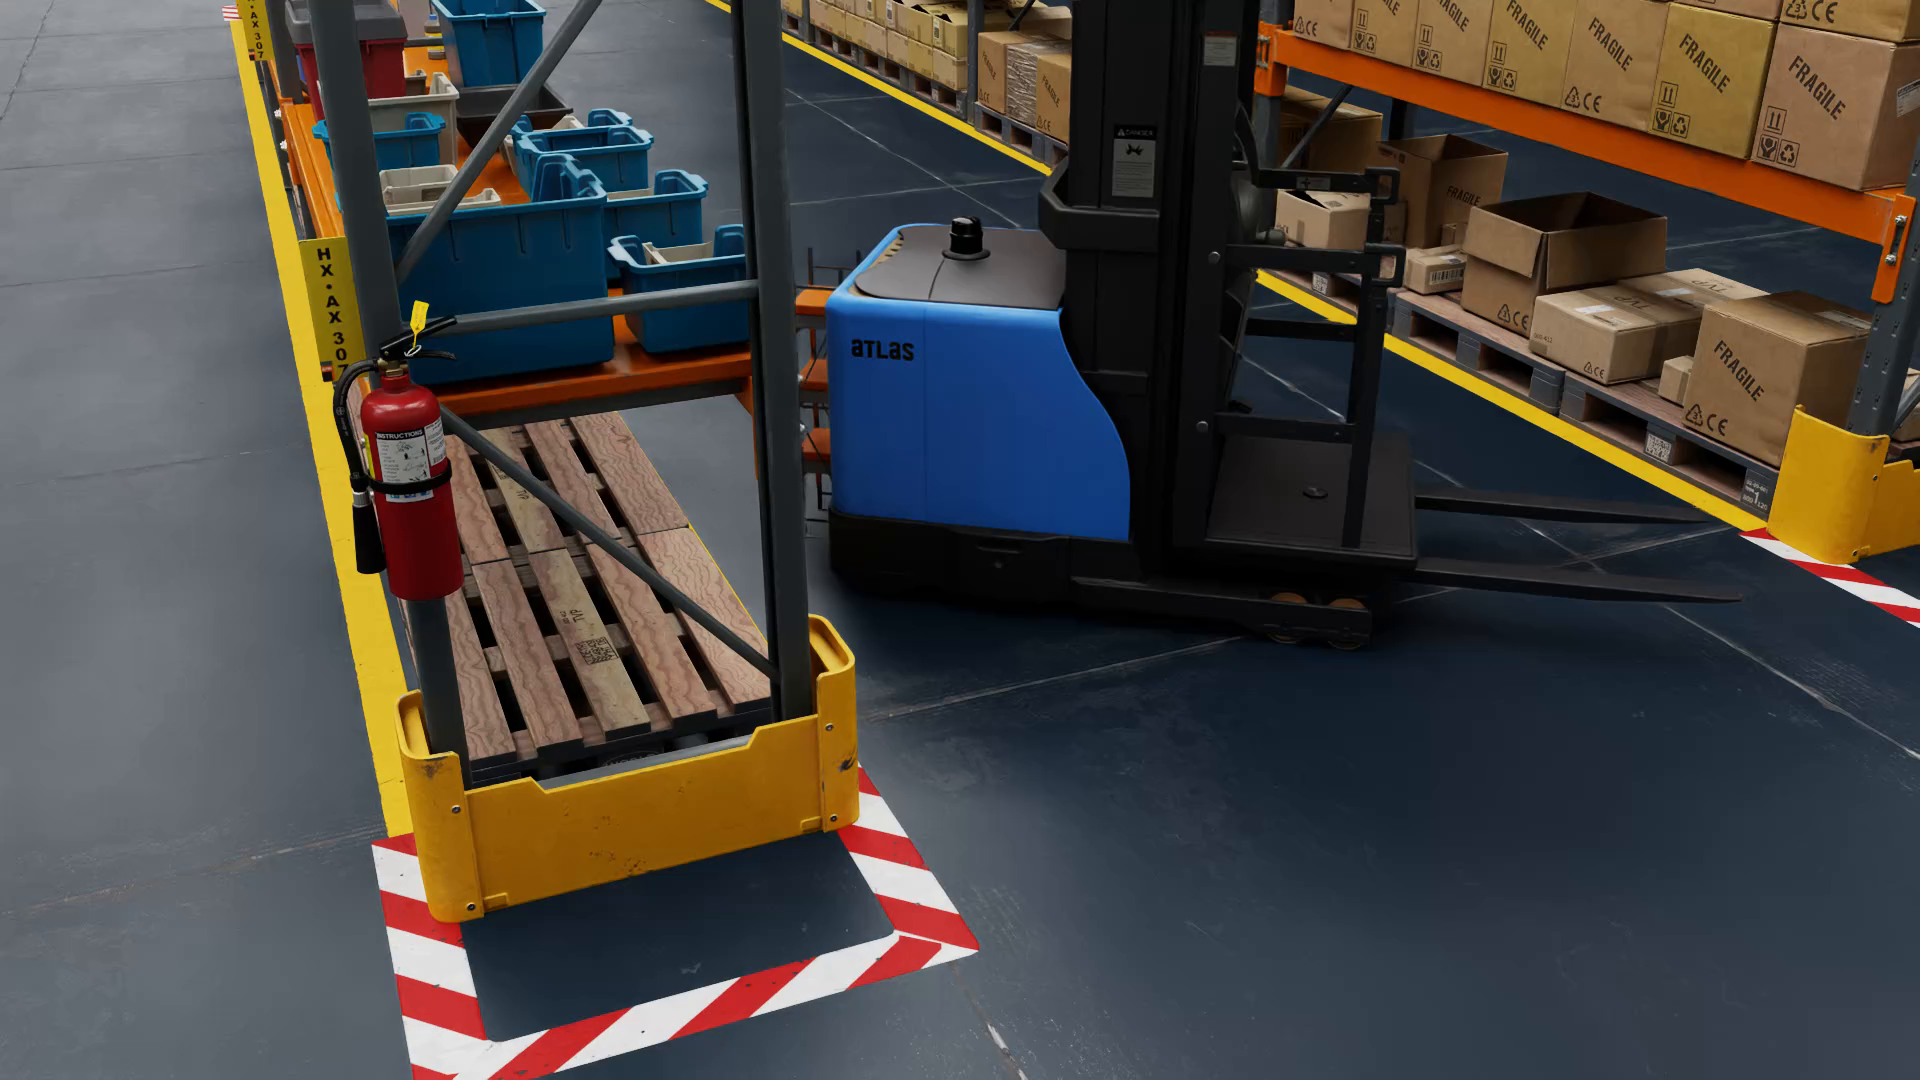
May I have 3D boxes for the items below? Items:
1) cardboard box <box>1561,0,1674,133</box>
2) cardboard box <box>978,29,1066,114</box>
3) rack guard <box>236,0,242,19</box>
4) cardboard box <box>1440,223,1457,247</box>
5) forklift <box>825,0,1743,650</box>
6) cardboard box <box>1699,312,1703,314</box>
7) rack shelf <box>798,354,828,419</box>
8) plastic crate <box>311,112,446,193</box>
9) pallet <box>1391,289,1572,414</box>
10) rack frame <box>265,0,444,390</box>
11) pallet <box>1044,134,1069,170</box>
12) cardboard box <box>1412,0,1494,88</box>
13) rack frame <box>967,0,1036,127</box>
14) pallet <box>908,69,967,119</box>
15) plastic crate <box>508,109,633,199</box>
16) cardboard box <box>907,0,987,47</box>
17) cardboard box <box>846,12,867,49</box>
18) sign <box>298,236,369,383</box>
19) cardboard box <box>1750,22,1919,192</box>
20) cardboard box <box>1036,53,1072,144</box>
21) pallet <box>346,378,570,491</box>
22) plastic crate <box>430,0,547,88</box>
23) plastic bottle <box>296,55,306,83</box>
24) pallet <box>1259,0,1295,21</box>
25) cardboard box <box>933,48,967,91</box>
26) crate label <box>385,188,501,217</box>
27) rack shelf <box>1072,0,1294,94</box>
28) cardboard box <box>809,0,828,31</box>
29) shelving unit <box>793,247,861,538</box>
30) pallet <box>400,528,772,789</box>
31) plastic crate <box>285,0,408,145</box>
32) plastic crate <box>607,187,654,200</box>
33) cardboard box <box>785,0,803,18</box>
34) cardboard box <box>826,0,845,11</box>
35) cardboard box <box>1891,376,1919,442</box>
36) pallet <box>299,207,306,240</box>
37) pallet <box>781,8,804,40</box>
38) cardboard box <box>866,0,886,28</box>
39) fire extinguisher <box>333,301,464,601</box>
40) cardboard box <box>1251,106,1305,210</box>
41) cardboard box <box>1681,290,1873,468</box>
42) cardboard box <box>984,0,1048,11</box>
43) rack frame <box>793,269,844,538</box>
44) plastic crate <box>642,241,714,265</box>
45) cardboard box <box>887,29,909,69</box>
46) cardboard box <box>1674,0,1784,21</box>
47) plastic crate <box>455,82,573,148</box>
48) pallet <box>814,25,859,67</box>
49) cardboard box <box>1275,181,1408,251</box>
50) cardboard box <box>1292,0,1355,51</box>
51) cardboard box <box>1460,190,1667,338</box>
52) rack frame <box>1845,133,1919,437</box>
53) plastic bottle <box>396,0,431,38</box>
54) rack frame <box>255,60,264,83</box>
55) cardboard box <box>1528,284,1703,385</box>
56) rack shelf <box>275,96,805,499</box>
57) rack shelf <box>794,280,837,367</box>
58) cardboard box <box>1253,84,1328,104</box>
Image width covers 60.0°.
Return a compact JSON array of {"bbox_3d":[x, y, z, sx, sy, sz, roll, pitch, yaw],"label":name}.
[{"bbox_3d":[2.849,-1.977,6.766,0.500,0.500,0.500,-10,28,-20],"label":"cardboard box"},{"bbox_3d":[0.454,-3.458,12.261,0.500,0.500,0.500,-9,28,-18],"label":"cardboard box"},{"bbox_3d":[-7.080,-5.850,17.663,1.175,0.500,0.348,-11,28,-21],"label":"rack guard"},{"bbox_3d":[2.792,-1.596,8.847,0.380,0.149,0.250,-11,28,-21],"label":"cardboard box"},{"bbox_3d":[1.112,-1.210,5.387,3.031,2.935,1.130,6,27,11],"label":"forklift"},{"bbox_3d":[3.524,-0.819,7.141,0.500,0.250,0.500,-11,28,-21],"label":"cardboard box"},{"bbox_3d":[-0.480,-0.519,6.141,0.215,0.259,0.240,5,26,10],"label":"rack shelf"},{"bbox_3d":[-1.928,-1.274,5.563,0.416,0.233,0.300,-11,28,-21],"label":"plastic crate"},{"bbox_3d":[2.855,-0.978,8.012,1.003,0.211,1.213,-11,28,-21],"label":"pallet"},{"bbox_3d":[-2.454,-2.152,7.239,1.000,3.000,0.127,-11,28,-21],"label":"rack frame"},{"bbox_3d":[1.270,-2.563,11.260,1.003,0.211,1.213,-11,28,-21],"label":"pallet"},{"bbox_3d":[2.452,-2.385,7.603,0.500,0.500,0.500,-11,28,-21],"label":"cardboard box"},{"bbox_3d":[0.539,-4.616,12.286,1.000,3.000,0.127,-11,28,-21],"label":"rack frame"},{"bbox_3d":[0.252,-3.702,13.592,1.003,0.211,1.213,-11,28,-21],"label":"pallet"},{"bbox_3d":[-1.314,-1.298,5.612,0.416,0.233,0.300,-11,28,-21],"label":"plastic crate"},{"bbox_3d":[-0.102,-4.199,13.448,0.500,0.311,0.500,-11,28,-21],"label":"cardboard box"},{"bbox_3d":[-0.693,-4.564,14.833,0.500,0.250,0.500,-11,28,-22],"label":"cardboard box"},{"bbox_3d":[-1.387,-0.509,3.688,0.100,0.325,0.005,-11,28,-21],"label":"sign"},{"bbox_3d":[3.246,-1.566,5.924,0.500,0.500,0.500,-10,28,-19],"label":"cardboard box"},{"bbox_3d":[0.856,-3.044,11.414,0.500,0.500,0.500,-11,28,-21],"label":"cardboard box"},{"bbox_3d":[-2.130,-0.609,7.256,1.003,0.211,1.213,-11,28,-21],"label":"pallet"},{"bbox_3d":[-1.957,-2.042,6.963,0.392,0.384,0.575,-11,28,-21],"label":"plastic crate"},{"bbox_3d":[-2.906,-2.200,7.478,0.152,0.276,0.135,-11,28,-21],"label":"plastic bottle"},{"bbox_3d":[1.893,-3.257,9.720,1.003,0.211,1.213,-11,28,-21],"label":"pallet"},{"bbox_3d":[0.108,-3.740,13.146,0.500,0.250,0.500,-10,28,-19],"label":"cardboard box"},{"bbox_3d":[-1.605,-0.971,5.053,0.396,0.136,0.243,-11,28,-21],"label":"crate label"},{"bbox_3d":[1.322,-3.486,10.790,1.077,0.370,4.000,-11,28,-21],"label":"rack shelf"},{"bbox_3d":[-1.098,-4.979,15.684,0.500,0.250,0.500,-11,28,-22],"label":"cardboard box"},{"bbox_3d":[-0.480,-0.529,6.136,0.215,1.050,0.252,5,26,10],"label":"shelving unit"},{"bbox_3d":[-1.175,0.376,5.239,1.003,0.211,1.213,-11,28,-21],"label":"pallet"},{"bbox_3d":[-2.335,-1.804,6.385,0.402,0.464,0.583,-11,28,-21],"label":"plastic crate"},{"bbox_3d":[-0.996,-1.019,5.151,0.250,0.136,0.298,-11,28,-21],"label":"plastic crate"},{"bbox_3d":[-1.410,-5.334,16.411,0.500,0.250,0.500,-11,28,-21],"label":"cardboard box"},{"bbox_3d":[-0.904,-5.024,15.136,0.500,0.311,0.500,-11,28,-21],"label":"cardboard box"},{"bbox_3d":[3.824,-0.531,6.667,0.380,0.149,0.250,-11,28,-21],"label":"cardboard box"},{"bbox_3d":[-3.199,-1.711,9.513,1.003,0.211,1.213,-11,28,-21],"label":"pallet"},{"bbox_3d":[-1.300,-5.306,16.877,1.003,0.211,1.213,-11,28,-21],"label":"pallet"},{"bbox_3d":[-0.492,-4.606,14.281,0.500,0.311,0.500,-10,28,-19],"label":"cardboard box"},{"bbox_3d":[-1.246,-0.196,3.745,0.296,0.674,0.183,-11,28,-21],"label":"fire extinguisher"},{"bbox_3d":[1.648,-2.226,9.738,0.500,0.500,0.500,-11,28,-21],"label":"cardboard box"},{"bbox_3d":[3.232,-0.638,6.486,0.500,0.500,0.500,-11,28,-21],"label":"cardboard box"},{"bbox_3d":[0.391,-4.294,13.642,0.500,0.311,0.500,-11,28,-22],"label":"cardboard box"},{"bbox_3d":[-0.504,-0.476,6.029,0.200,1.050,0.008,5,26,10],"label":"rack frame"},{"bbox_3d":[-0.731,-0.745,4.590,0.250,0.136,0.298,-11,28,-21],"label":"plastic crate"},{"bbox_3d":[-0.291,-4.151,13.988,0.500,0.250,0.500,-10,28,-19],"label":"cardboard box"},{"bbox_3d":[3.046,-2.217,6.119,0.500,0.500,0.500,-10,28,-19],"label":"cardboard box"},{"bbox_3d":[-1.768,-1.650,6.455,0.437,0.125,0.590,-11,28,-21],"label":"plastic crate"},{"bbox_3d":[-0.703,-4.687,15.610,1.003,0.211,1.213,-11,28,-21],"label":"pallet"},{"bbox_3d":[2.071,-1.784,9.049,0.500,0.311,0.500,-11,28,-21],"label":"cardboard box"},{"bbox_3d":[2.054,-2.794,8.439,0.500,0.500,0.500,-10,28,-19],"label":"cardboard box"},{"bbox_3d":[2.846,-1.320,7.878,0.797,0.503,0.637,-11,28,-21],"label":"cardboard box"},{"bbox_3d":[3.672,-1.387,5.671,1.000,3.000,0.127,-11,28,-21],"label":"rack frame"},{"bbox_3d":[-2.787,-2.696,8.495,0.152,0.276,0.135,-11,28,-21],"label":"plastic bottle"},{"bbox_3d":[-5.587,-5.382,13.853,1.000,3.000,0.127,-11,28,-21],"label":"rack frame"},{"bbox_3d":[2.888,-0.915,7.337,0.500,0.250,0.500,-11,28,-21],"label":"cardboard box"},{"bbox_3d":[-1.671,-1.021,5.743,1.077,0.370,4.000,-11,28,-21],"label":"rack shelf"},{"bbox_3d":[-0.480,-0.774,6.016,0.215,0.259,0.240,5,26,10],"label":"rack shelf"},{"bbox_3d":[1.921,-2.526,10.353,0.500,0.500,0.500,-10,28,-20],"label":"cardboard box"}]
